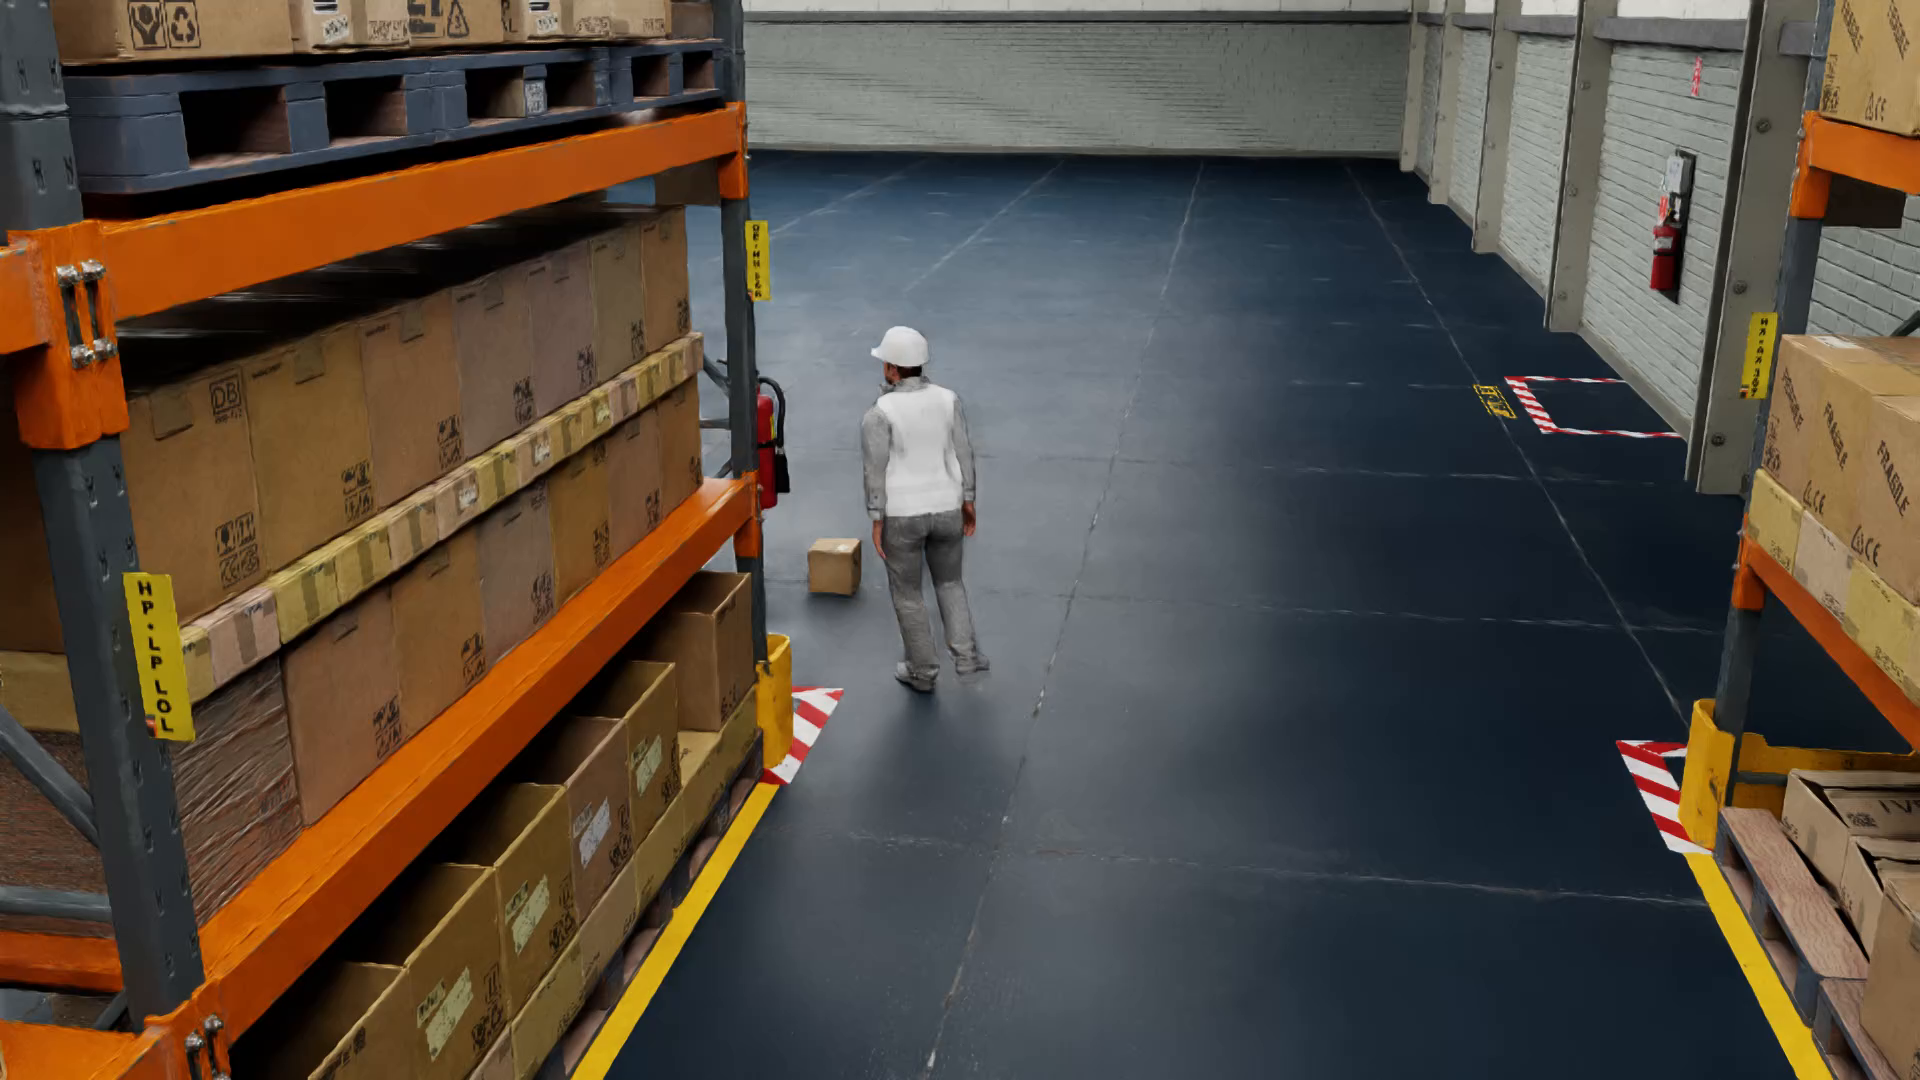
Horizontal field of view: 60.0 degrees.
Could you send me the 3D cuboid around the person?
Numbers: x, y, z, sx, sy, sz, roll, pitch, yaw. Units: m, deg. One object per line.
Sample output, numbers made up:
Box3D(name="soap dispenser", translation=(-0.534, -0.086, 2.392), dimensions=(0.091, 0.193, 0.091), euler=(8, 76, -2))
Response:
Box3D(name="person", translation=(-0.170, -0.126, 7.899), dimensions=(0.586, 1.766, 0.558), euler=(-8, 20, -24))
